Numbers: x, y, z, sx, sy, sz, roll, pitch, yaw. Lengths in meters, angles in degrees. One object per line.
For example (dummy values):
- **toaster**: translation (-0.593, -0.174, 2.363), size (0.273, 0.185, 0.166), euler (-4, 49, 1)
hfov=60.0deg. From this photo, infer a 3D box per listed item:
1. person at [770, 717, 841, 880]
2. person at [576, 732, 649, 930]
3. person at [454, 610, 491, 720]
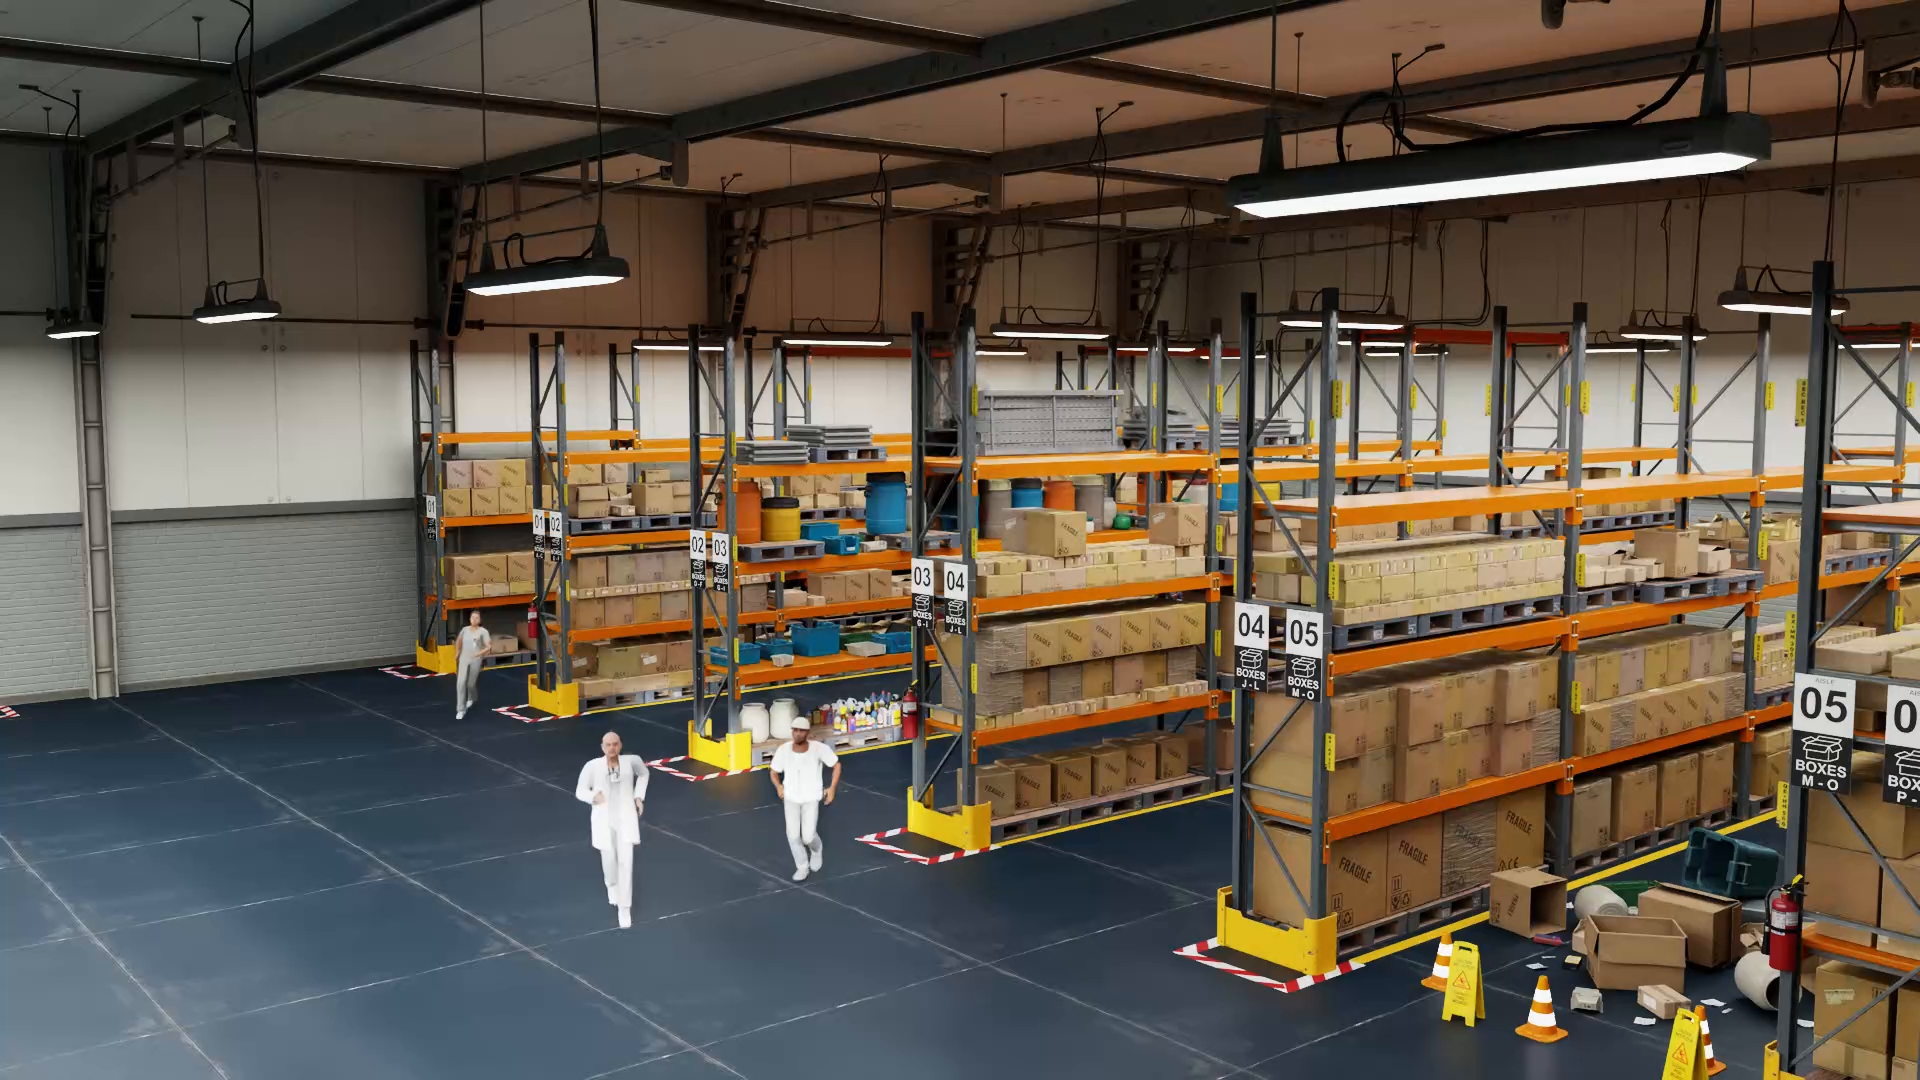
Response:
- **person**: translation (-1.634, 2.696, 17.358), size (0.732, 1.718, 0.599), euler (1, 5, 7)
- **person**: translation (-3.379, 2.772, 16.219), size (0.697, 1.831, 0.966), euler (-1, 5, -10)
- **person**: translation (-7.651, 1.933, 26.082), size (0.603, 1.660, 0.837), euler (0, 5, 0)
